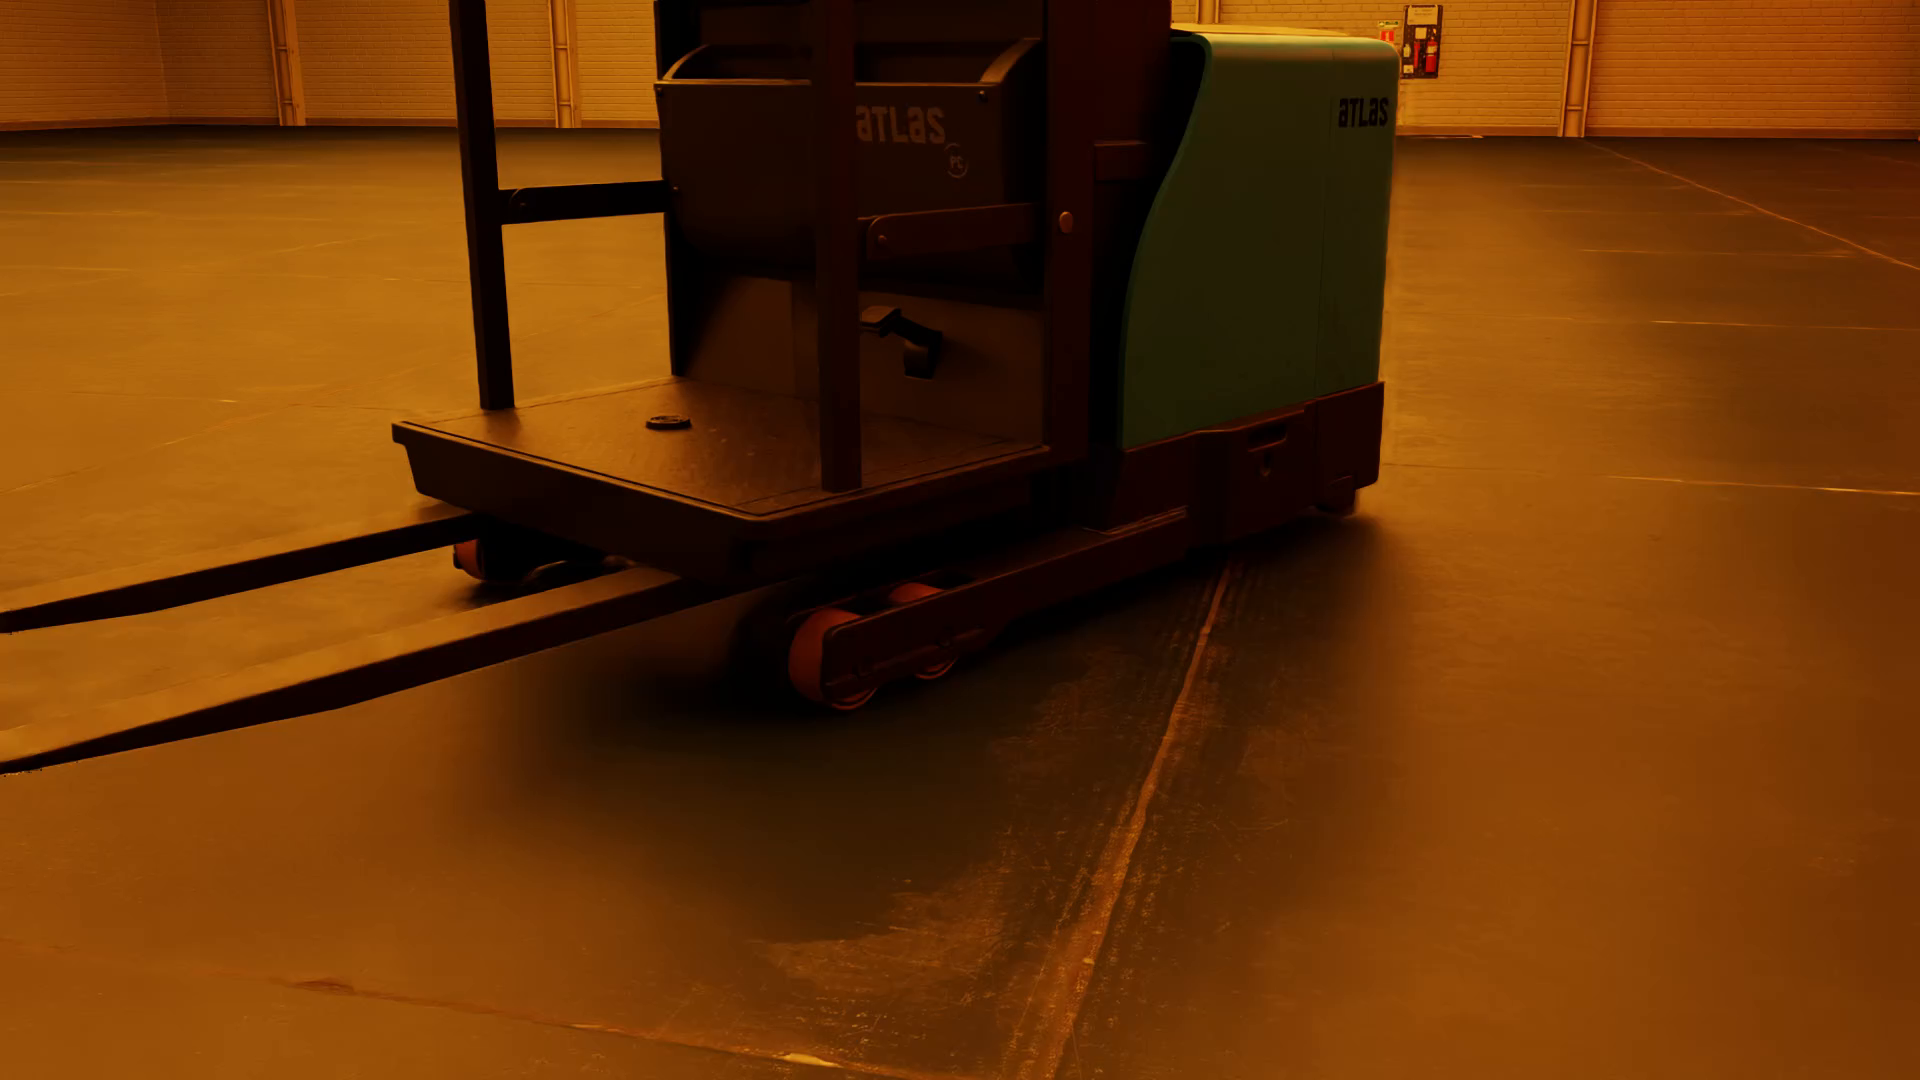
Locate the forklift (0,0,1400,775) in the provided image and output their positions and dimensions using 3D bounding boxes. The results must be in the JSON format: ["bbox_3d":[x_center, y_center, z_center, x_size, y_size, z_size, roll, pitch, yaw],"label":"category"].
[{"bbox_3d":[-0.374,-1.288,2.864,1.130,2.935,3.031,14,21,41],"label":"forklift"}]
